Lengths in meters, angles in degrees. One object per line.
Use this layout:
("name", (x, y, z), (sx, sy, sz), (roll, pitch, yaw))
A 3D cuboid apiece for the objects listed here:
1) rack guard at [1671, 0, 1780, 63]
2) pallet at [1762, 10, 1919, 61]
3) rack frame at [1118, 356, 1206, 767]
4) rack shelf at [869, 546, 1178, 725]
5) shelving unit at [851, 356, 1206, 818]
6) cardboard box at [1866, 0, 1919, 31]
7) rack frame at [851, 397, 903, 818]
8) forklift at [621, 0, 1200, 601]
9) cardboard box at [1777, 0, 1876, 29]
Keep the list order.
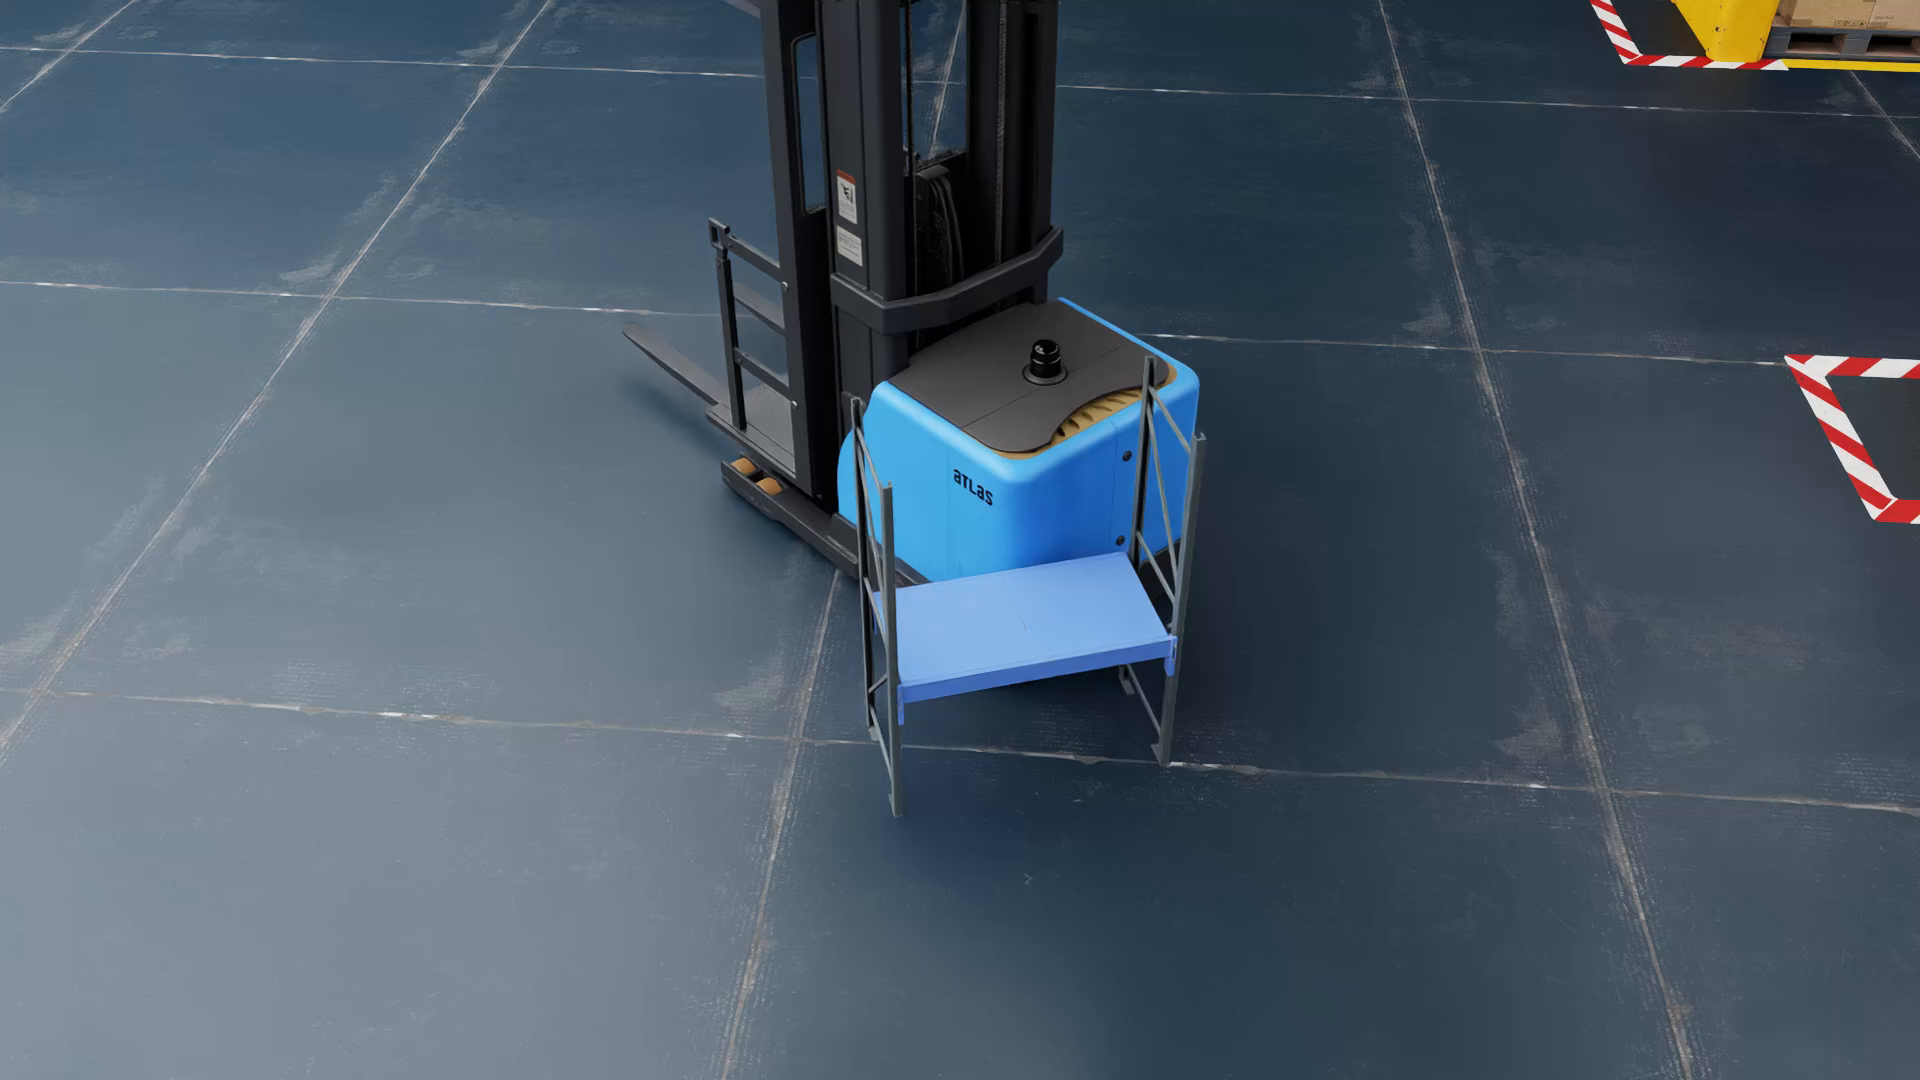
("rack guard", (5.285, -3.781, 11.499), (0.348, 0.500, 1.175), (3, 39, 4))
("pallet", (6.074, -3.652, 11.569), (1.213, 0.211, 1.003), (3, 39, 4))
("rack frame", (0.704, 0.111, 5.925), (0.032, 1.500, 0.500), (-9, 40, -11))
("rack shelf", (0.211, 0.330, 5.941), (1.000, 0.185, 0.538), (-9, 40, -11))
("shelving unit", (0.211, 0.190, 5.828), (1.048, 1.500, 0.538), (-9, 40, -11))
("cardboard box", (6.322, -3.651, 11.205), (0.500, 0.250, 0.500), (3, 39, 4))
("rack frame", (-0.282, 0.270, 5.731), (0.032, 1.500, 0.500), (-9, 40, -11))
("forklift", (-0.419, -1.436, 6.692), (1.130, 2.935, 3.031), (-29, 47, -31))
("cardboard box", (5.824, -3.676, 11.236), (0.500, 0.250, 0.500), (3, 39, 4))
